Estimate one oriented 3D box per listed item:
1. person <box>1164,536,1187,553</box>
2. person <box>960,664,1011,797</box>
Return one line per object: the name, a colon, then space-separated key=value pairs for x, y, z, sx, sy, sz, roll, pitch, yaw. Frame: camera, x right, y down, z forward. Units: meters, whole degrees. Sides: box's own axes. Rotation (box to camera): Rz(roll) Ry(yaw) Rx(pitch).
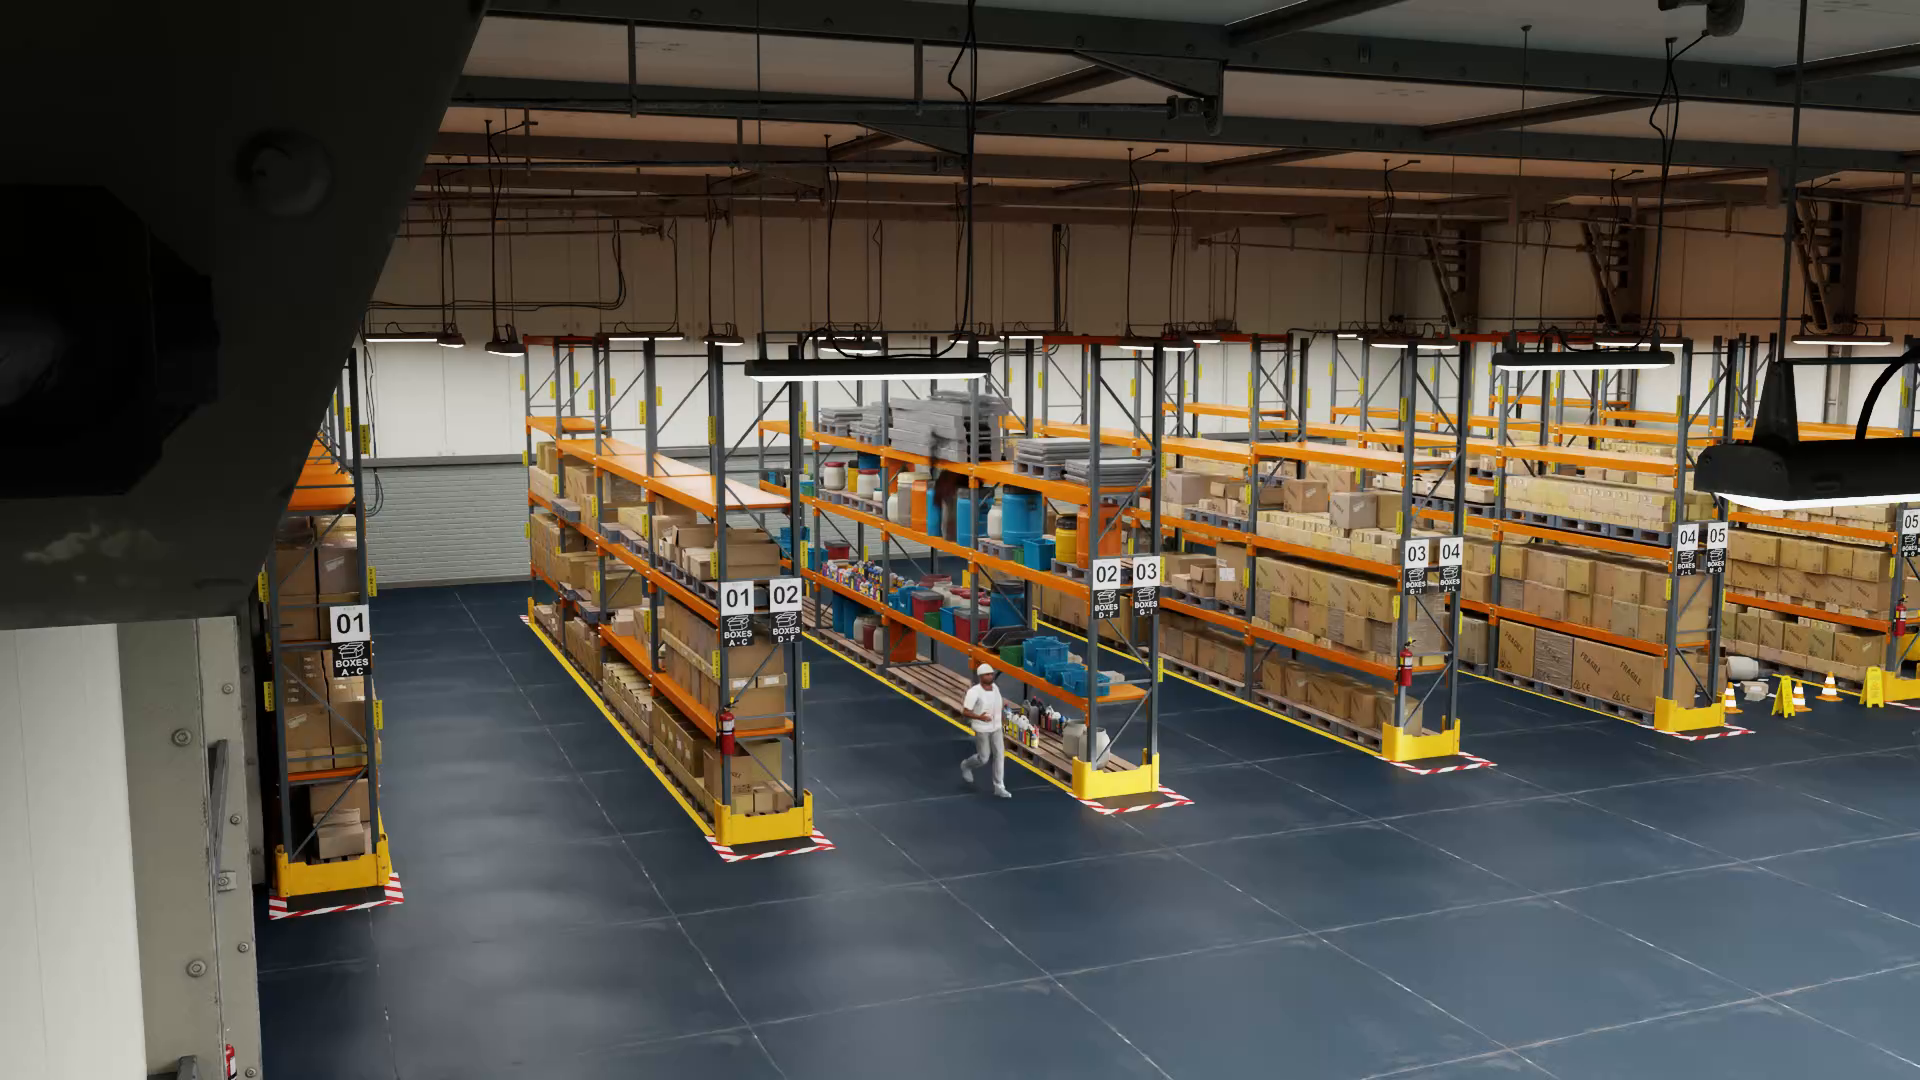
person: x=5.403 y=-0.012 z=41.658 sx=0.982 sy=1.583 sz=0.702 roll=-4 pitch=9 yaw=-27
person: x=0.356 y=2.512 z=22.119 sx=0.689 sy=1.739 sz=0.934 roll=-6 pitch=9 yaw=-36
